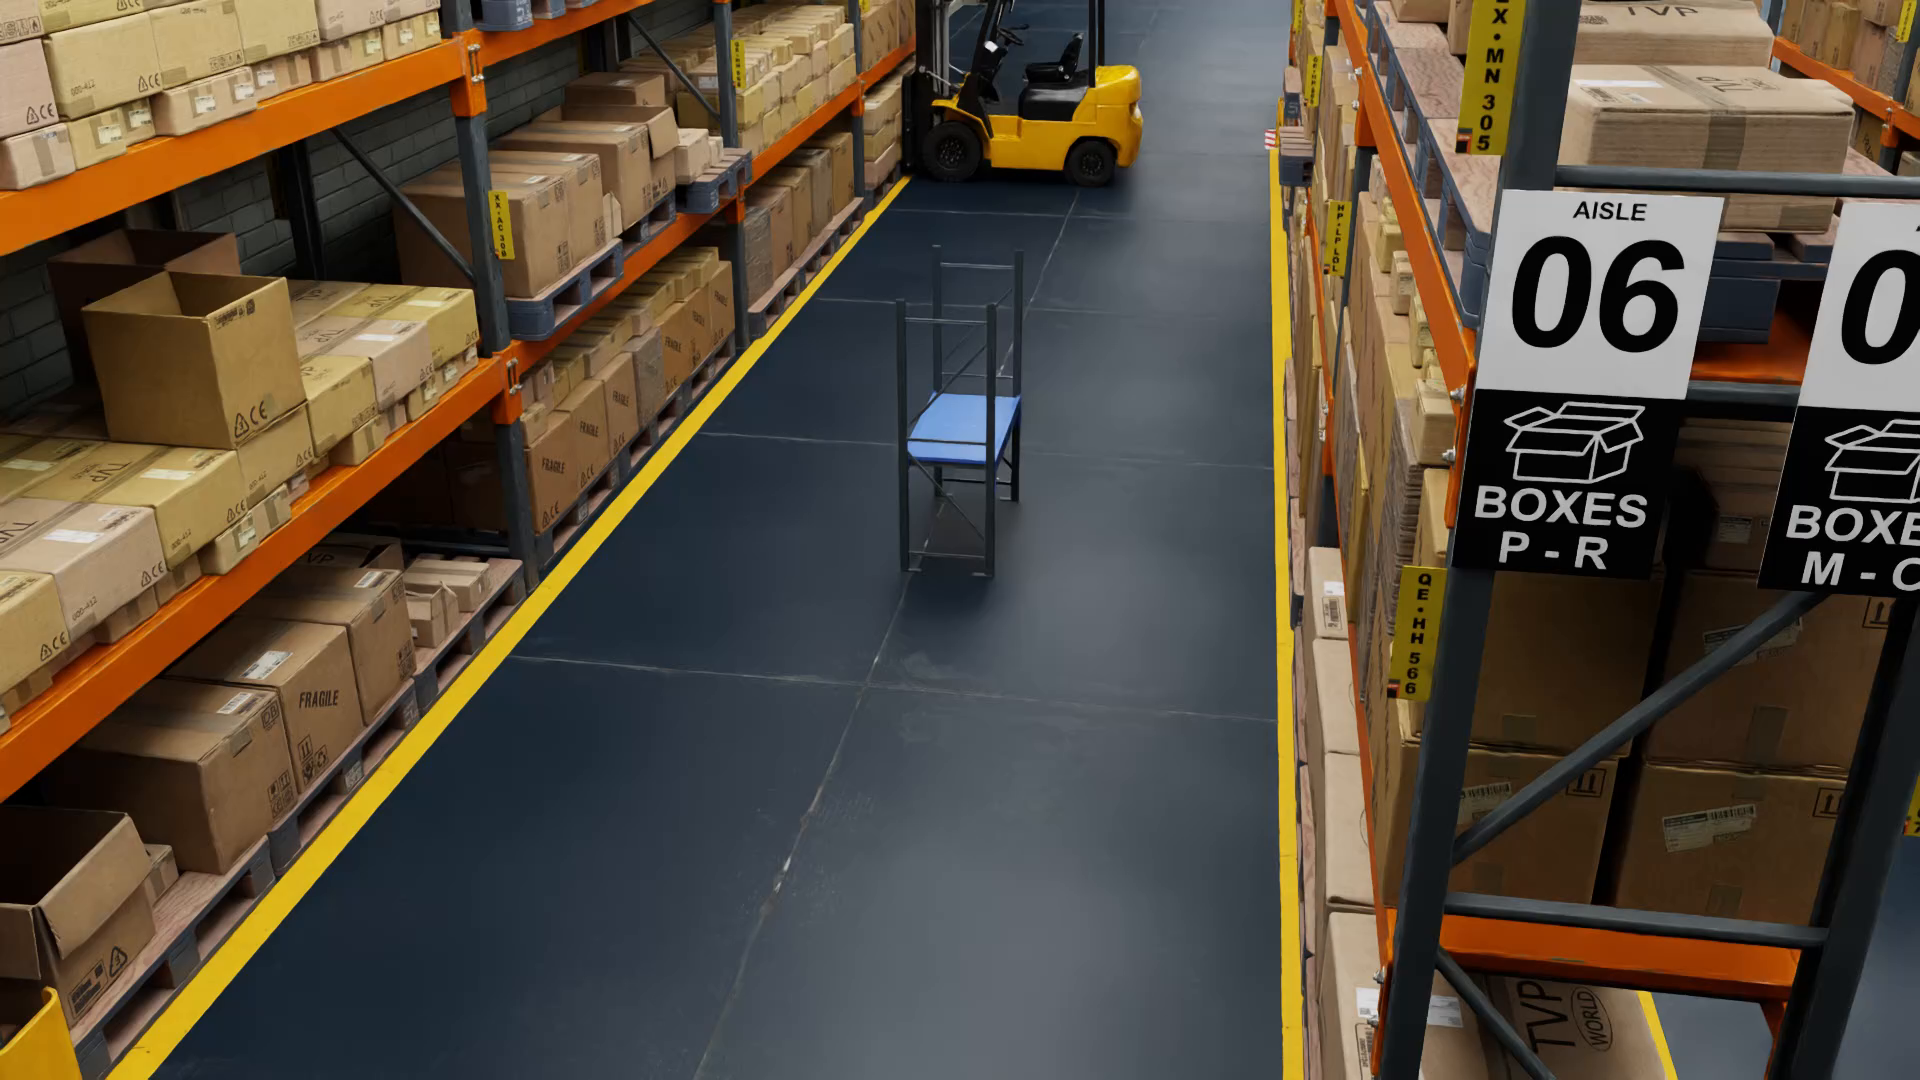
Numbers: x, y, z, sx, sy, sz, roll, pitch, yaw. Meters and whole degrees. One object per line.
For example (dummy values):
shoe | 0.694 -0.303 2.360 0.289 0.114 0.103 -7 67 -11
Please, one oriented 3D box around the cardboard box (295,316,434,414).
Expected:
cardboard box | -2.622 -0.760 7.162 0.500 0.250 0.500 4 25 9

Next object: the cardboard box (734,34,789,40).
cardboard box | -1.569 -3.915 13.192 0.380 0.149 0.250 4 25 9

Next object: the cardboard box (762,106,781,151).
cardboard box | -1.658 -3.117 12.549 0.500 0.250 0.500 3 25 7

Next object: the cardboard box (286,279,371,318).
cardboard box | -3.060 -1.012 7.700 0.500 0.250 0.500 4 25 8

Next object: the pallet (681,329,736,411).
pallet | -2.218 -1.234 11.638 1.003 0.211 1.213 4 25 9

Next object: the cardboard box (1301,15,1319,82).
cardboard box | 2.884 -3.700 12.653 0.500 0.500 0.500 3 25 6

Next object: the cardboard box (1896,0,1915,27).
cardboard box | 8.487 -4.546 13.972 0.875 0.550 0.550 4 25 9

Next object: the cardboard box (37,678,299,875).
cardboard box | -2.995 0.877 6.291 0.700 0.500 0.500 5 26 11

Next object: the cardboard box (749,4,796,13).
cardboard box | -1.674 -4.687 14.841 0.380 0.149 0.250 3 25 7

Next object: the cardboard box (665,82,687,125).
cardboard box | -2.260 -3.172 12.076 0.500 0.250 0.500 5 25 10

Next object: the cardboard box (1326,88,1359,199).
cardboard box | 2.260 -2.139 8.984 0.500 0.500 0.500 4 25 9

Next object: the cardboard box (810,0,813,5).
cardboard box | -1.599 -5.078 15.677 0.380 0.149 0.250 3 25 7

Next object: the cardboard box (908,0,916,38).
cardboard box | -0.750 -5.543 17.436 0.500 0.500 0.500 4 25 8

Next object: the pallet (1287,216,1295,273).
pallet | 3.367 -2.549 14.446 1.003 0.211 1.213 4 25 9

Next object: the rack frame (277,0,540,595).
rack frame | -2.713 -1.134 8.134 1.000 3.000 0.127 4 25 9

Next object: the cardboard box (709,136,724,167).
cardboard box | -1.788 -2.582 11.028 0.380 0.149 0.250 4 25 9

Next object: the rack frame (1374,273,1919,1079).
rack frame | 1.531 0.882 3.828 1.000 3.000 0.127 4 25 9

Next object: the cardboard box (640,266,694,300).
cardboard box | -1.990 -1.711 11.055 0.380 0.149 0.250 3 25 7

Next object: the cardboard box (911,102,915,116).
cardboard box | -0.764 -4.463 17.405 0.500 0.250 0.500 4 25 8

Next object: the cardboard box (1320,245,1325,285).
cardboard box | 2.275 -1.568 9.237 0.500 0.250 0.500 4 25 9

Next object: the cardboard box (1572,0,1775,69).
cardboard box | 1.825 -1.295 4.431 0.500 0.311 0.500 4 25 9

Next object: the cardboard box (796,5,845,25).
cardboard box | -1.242 -4.660 14.785 0.380 0.149 0.250 5 26 10

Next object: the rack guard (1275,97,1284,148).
rack guard | 4.134 -4.646 18.587 1.175 0.500 0.348 4 25 9

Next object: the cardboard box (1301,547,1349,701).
cardboard box | 1.976 0.434 7.311 0.875 0.438 0.875 4 25 8

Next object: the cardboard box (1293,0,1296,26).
cardboard box | 3.632 -5.381 16.739 0.500 0.500 0.500 4 25 7

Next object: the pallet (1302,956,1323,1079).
pallet | 1.585 1.805 5.146 1.003 0.211 1.213 4 25 9

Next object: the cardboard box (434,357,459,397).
cardboard box | -2.537 -0.759 7.629 0.380 0.149 0.250 5 25 10

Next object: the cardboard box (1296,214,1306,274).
cardboard box | 3.183 -2.326 13.285 0.950 0.372 0.625 5 26 10

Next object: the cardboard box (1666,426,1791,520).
cardboard box | 1.835 -0.154 3.979 0.380 0.149 0.250 5 25 10

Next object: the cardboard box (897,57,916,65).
cardboard box | -0.597 -5.122 18.223 0.500 0.250 0.500 4 25 9

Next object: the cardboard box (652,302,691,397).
cardboard box | -2.091 -1.245 10.825 0.500 0.500 0.500 5 26 11

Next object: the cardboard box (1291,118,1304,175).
cardboard box | 3.324 -3.688 15.454 0.500 0.500 0.500 4 25 8

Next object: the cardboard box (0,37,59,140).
cardboard box | -2.961 -1.267 4.706 0.500 0.250 0.500 5 25 10

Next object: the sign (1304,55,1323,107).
sign | 2.302 -2.987 10.820 0.100 0.325 0.005 4 25 9

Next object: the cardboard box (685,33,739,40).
cardboard box | -1.974 -3.939 13.244 0.380 0.149 0.250 5 25 10

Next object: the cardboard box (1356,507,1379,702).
cardboard box | 1.520 0.192 5.185 0.500 0.500 0.500 5 26 10

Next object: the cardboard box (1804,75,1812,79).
cardboard box | 8.859 -4.081 16.441 0.875 0.875 0.875 4 25 8

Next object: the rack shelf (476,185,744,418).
rack shelf | -2.386 -1.644 10.073 1.077 0.370 4.000 4 25 9

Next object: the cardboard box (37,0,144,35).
cardboard box | -2.876 -1.703 5.048 0.500 0.250 0.500 4 25 8

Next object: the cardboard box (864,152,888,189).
cardboard box | -0.999 -3.604 16.159 0.500 0.250 0.500 4 25 9

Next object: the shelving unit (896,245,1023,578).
shelving unit | 0.014 -0.715 9.008 0.538 1.500 1.048 4 25 9

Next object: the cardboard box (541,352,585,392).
cardboard box | -2.360 -0.962 9.455 0.380 0.149 0.250 4 25 8

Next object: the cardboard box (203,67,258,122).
cardboard box | -2.702 -1.562 5.806 0.380 0.149 0.250 5 25 10

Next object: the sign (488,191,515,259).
sign | -2.176 -1.491 7.877 0.100 0.325 0.005 4 25 9

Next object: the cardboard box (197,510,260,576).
cardboard box | -2.782 -0.001 6.010 0.380 0.149 0.250 3 25 7

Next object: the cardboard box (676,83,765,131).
cardboard box | -1.721 -3.132 11.990 0.500 0.250 0.500 4 25 8

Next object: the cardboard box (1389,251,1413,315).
cardboard box | 1.610 -0.834 5.430 0.380 0.149 0.250 4 25 9

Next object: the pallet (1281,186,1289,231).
pallet | 3.567 -3.158 15.747 1.003 0.211 1.213 4 25 9

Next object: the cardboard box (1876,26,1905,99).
cardboard box | 8.441 -4.060 14.208 0.875 0.550 0.550 4 25 9

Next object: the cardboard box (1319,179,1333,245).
cardboard box | 2.237 -1.793 9.130 0.500 0.250 0.500 4 25 9

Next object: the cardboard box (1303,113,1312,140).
cardboard box | 2.630 -2.920 11.750 0.380 0.149 0.250 4 25 8

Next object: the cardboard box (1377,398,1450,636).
cardboard box | 1.432 -0.055 4.533 0.500 0.500 0.500 4 25 9

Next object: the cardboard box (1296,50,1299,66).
cardboard box | 3.407 -4.604 15.844 0.380 0.149 0.250 4 25 8

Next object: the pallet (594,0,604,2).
pallet | -2.370 -3.109 9.037 1.213 0.211 1.003 4 25 9
